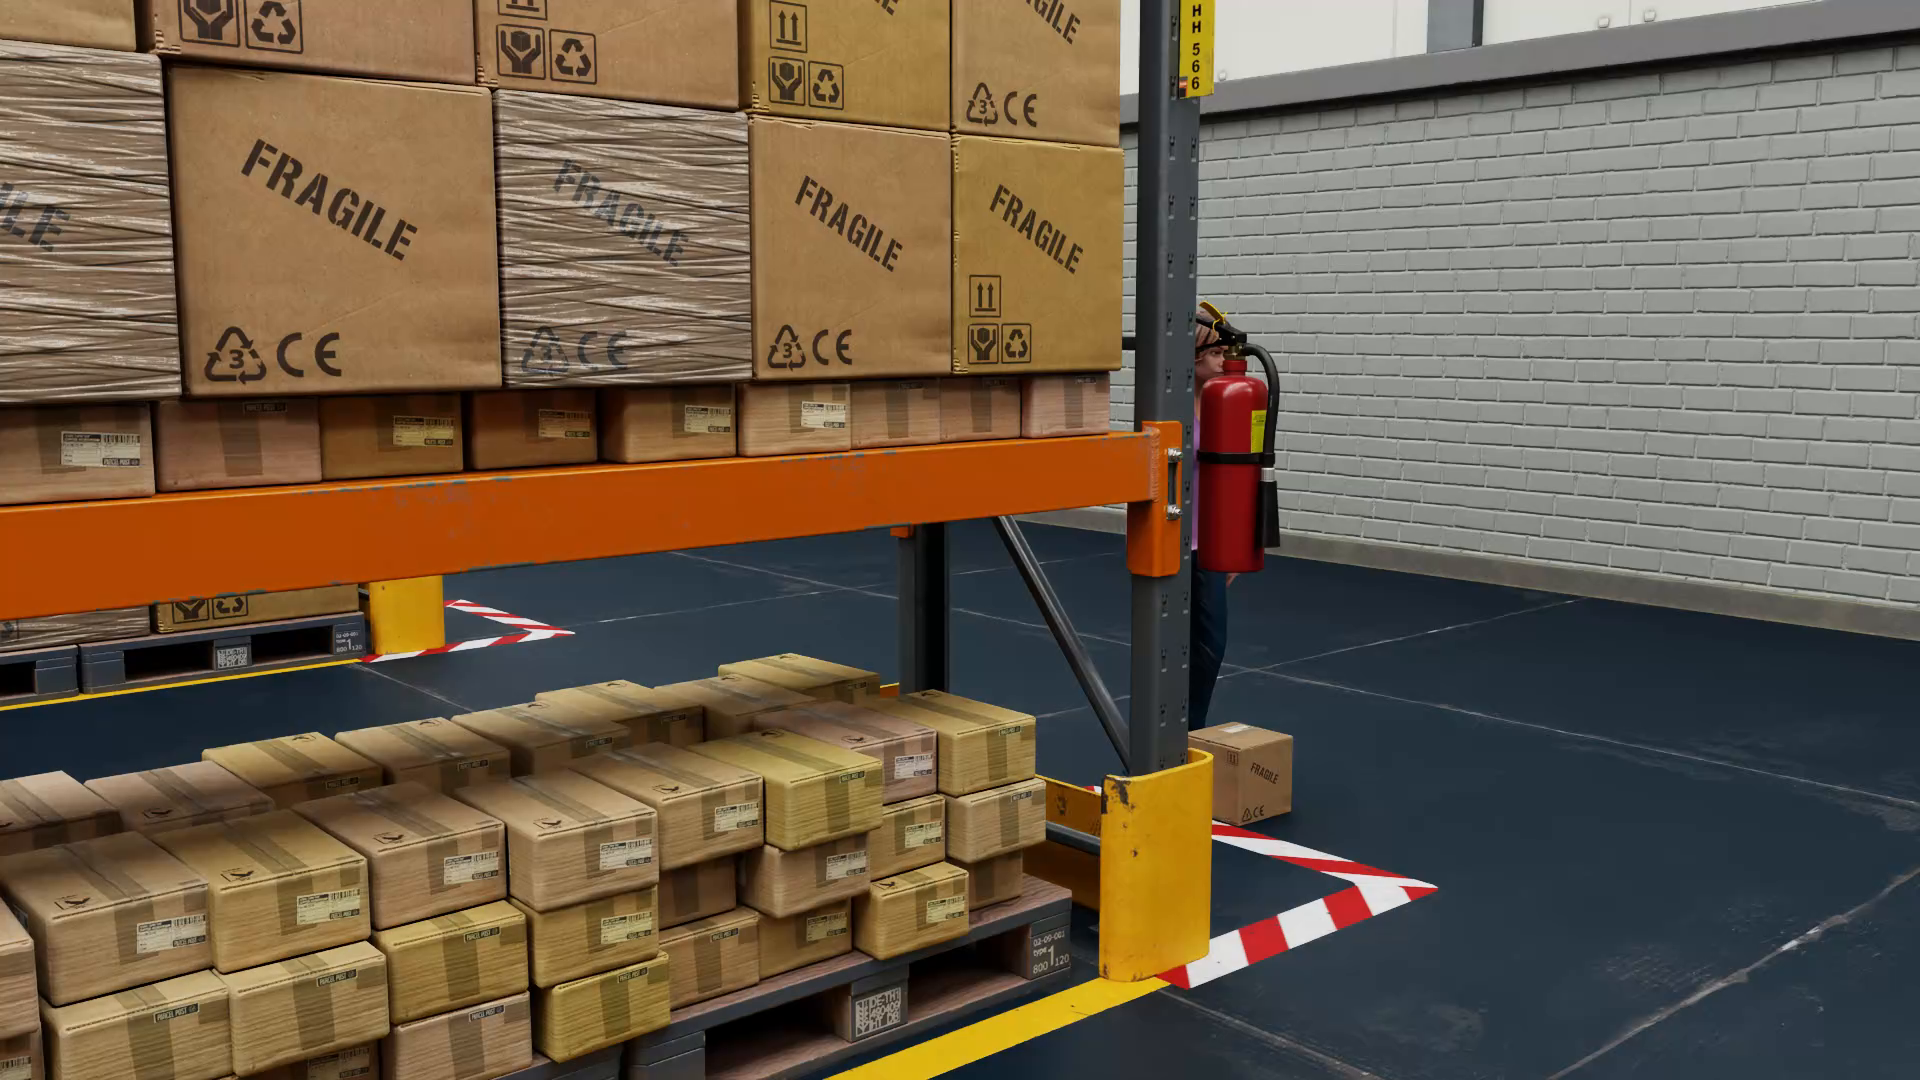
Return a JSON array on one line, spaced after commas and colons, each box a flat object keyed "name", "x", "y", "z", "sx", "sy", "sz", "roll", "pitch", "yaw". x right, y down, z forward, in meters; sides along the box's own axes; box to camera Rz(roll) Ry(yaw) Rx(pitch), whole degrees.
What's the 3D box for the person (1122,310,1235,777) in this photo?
[{"name": "person", "x": 0.725, "y": 0.056, "z": 5.422, "sx": 0.459, "sy": 1.591, "sz": 0.348, "roll": -6, "pitch": 10, "yaw": -37}]
